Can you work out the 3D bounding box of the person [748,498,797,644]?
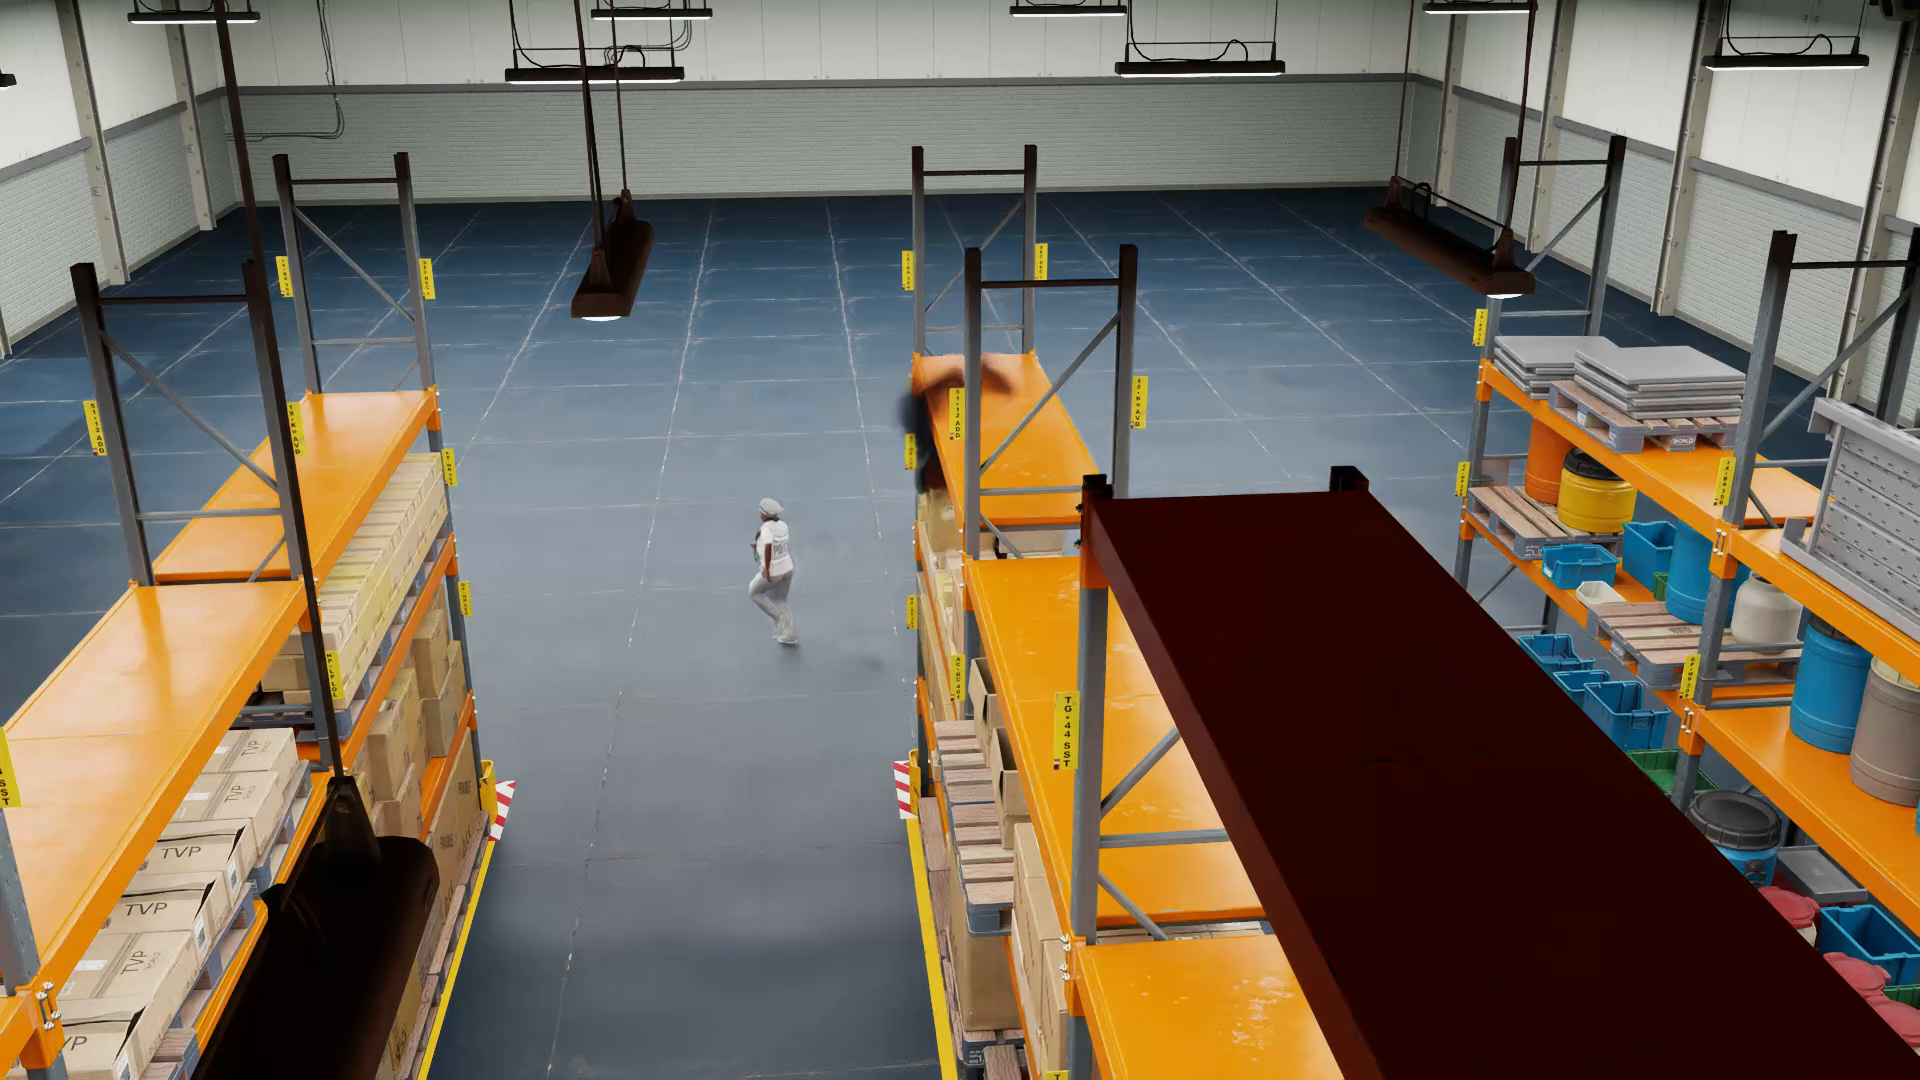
[{"bbox_3d":[-2.107,0.347,18.503,0.712,1.643,0.611,14,26,32],"label":"person"}]
